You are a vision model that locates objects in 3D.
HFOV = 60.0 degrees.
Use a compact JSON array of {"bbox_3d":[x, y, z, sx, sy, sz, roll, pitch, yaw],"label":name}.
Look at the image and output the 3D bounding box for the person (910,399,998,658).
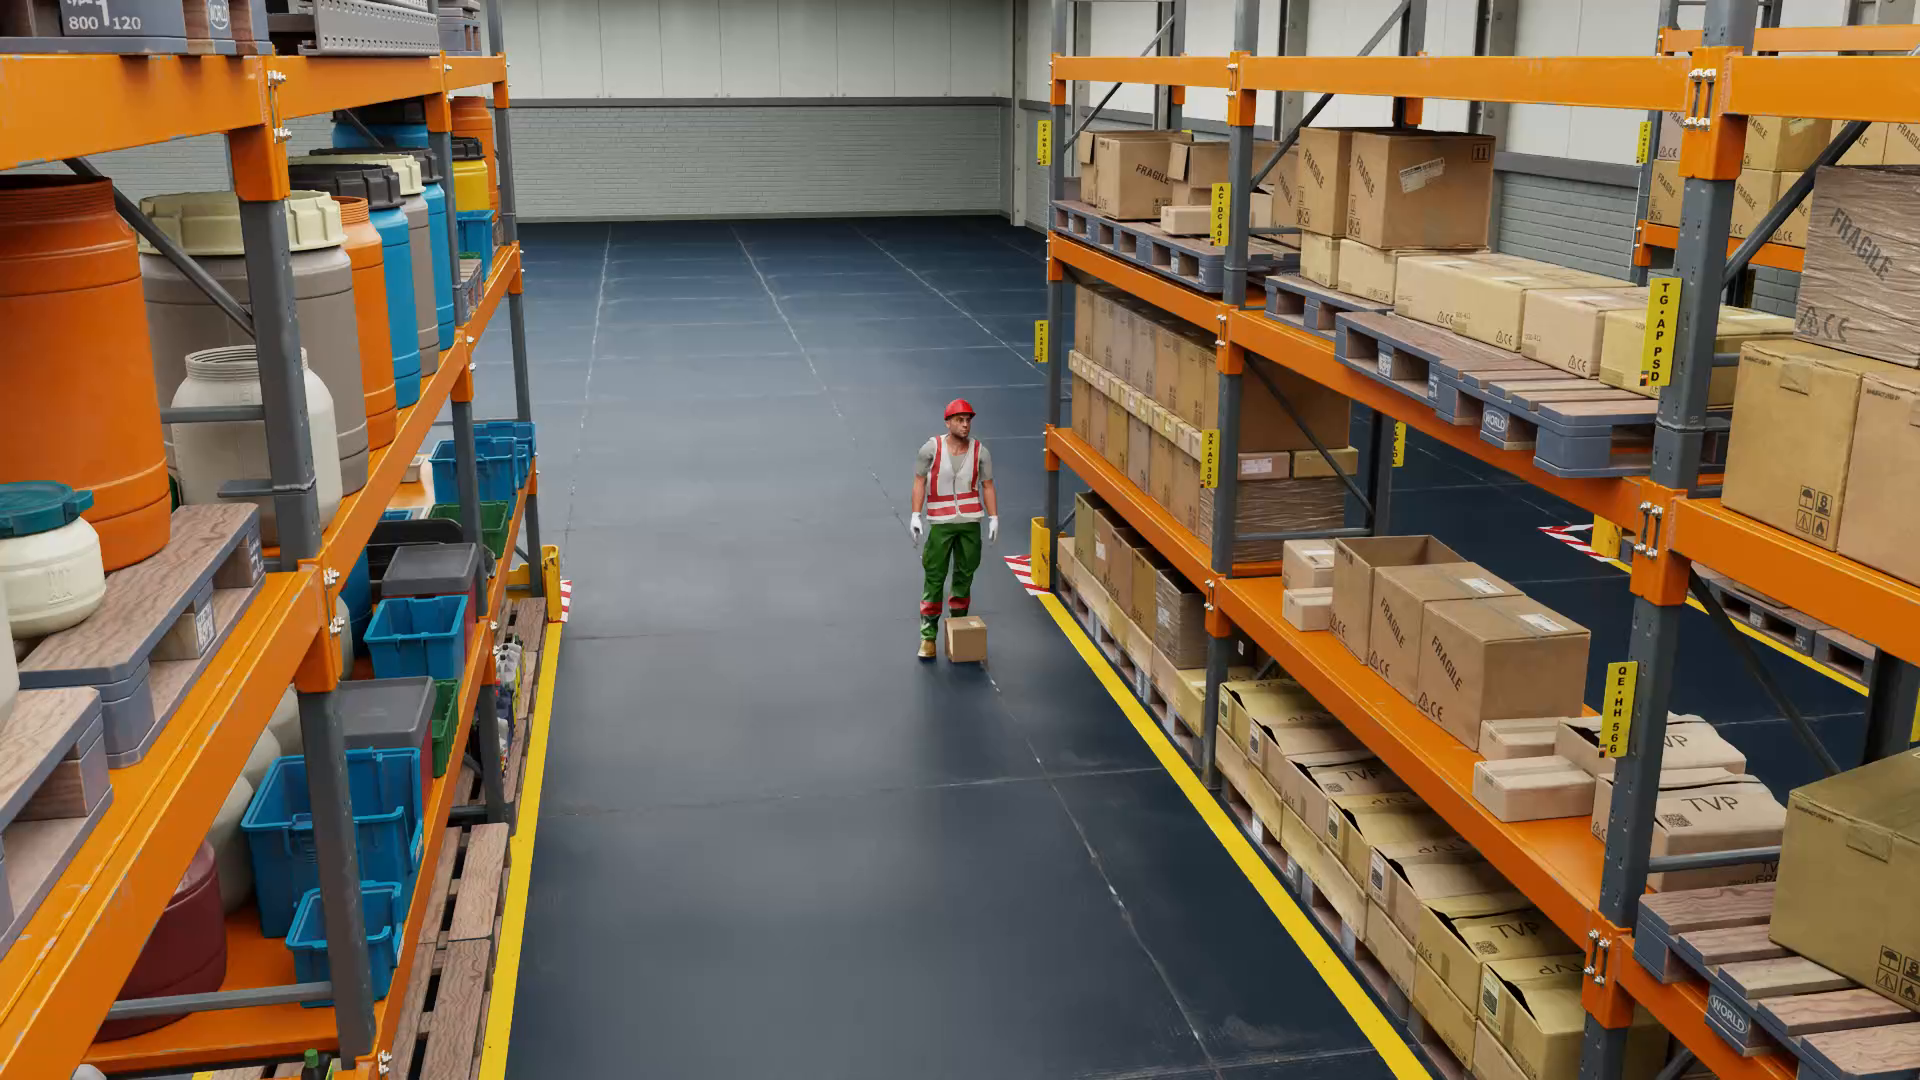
[{"bbox_3d":[-0.031,-0.094,11.778,0.638,1.787,0.564,-3,16,-11],"label":"person"}]
